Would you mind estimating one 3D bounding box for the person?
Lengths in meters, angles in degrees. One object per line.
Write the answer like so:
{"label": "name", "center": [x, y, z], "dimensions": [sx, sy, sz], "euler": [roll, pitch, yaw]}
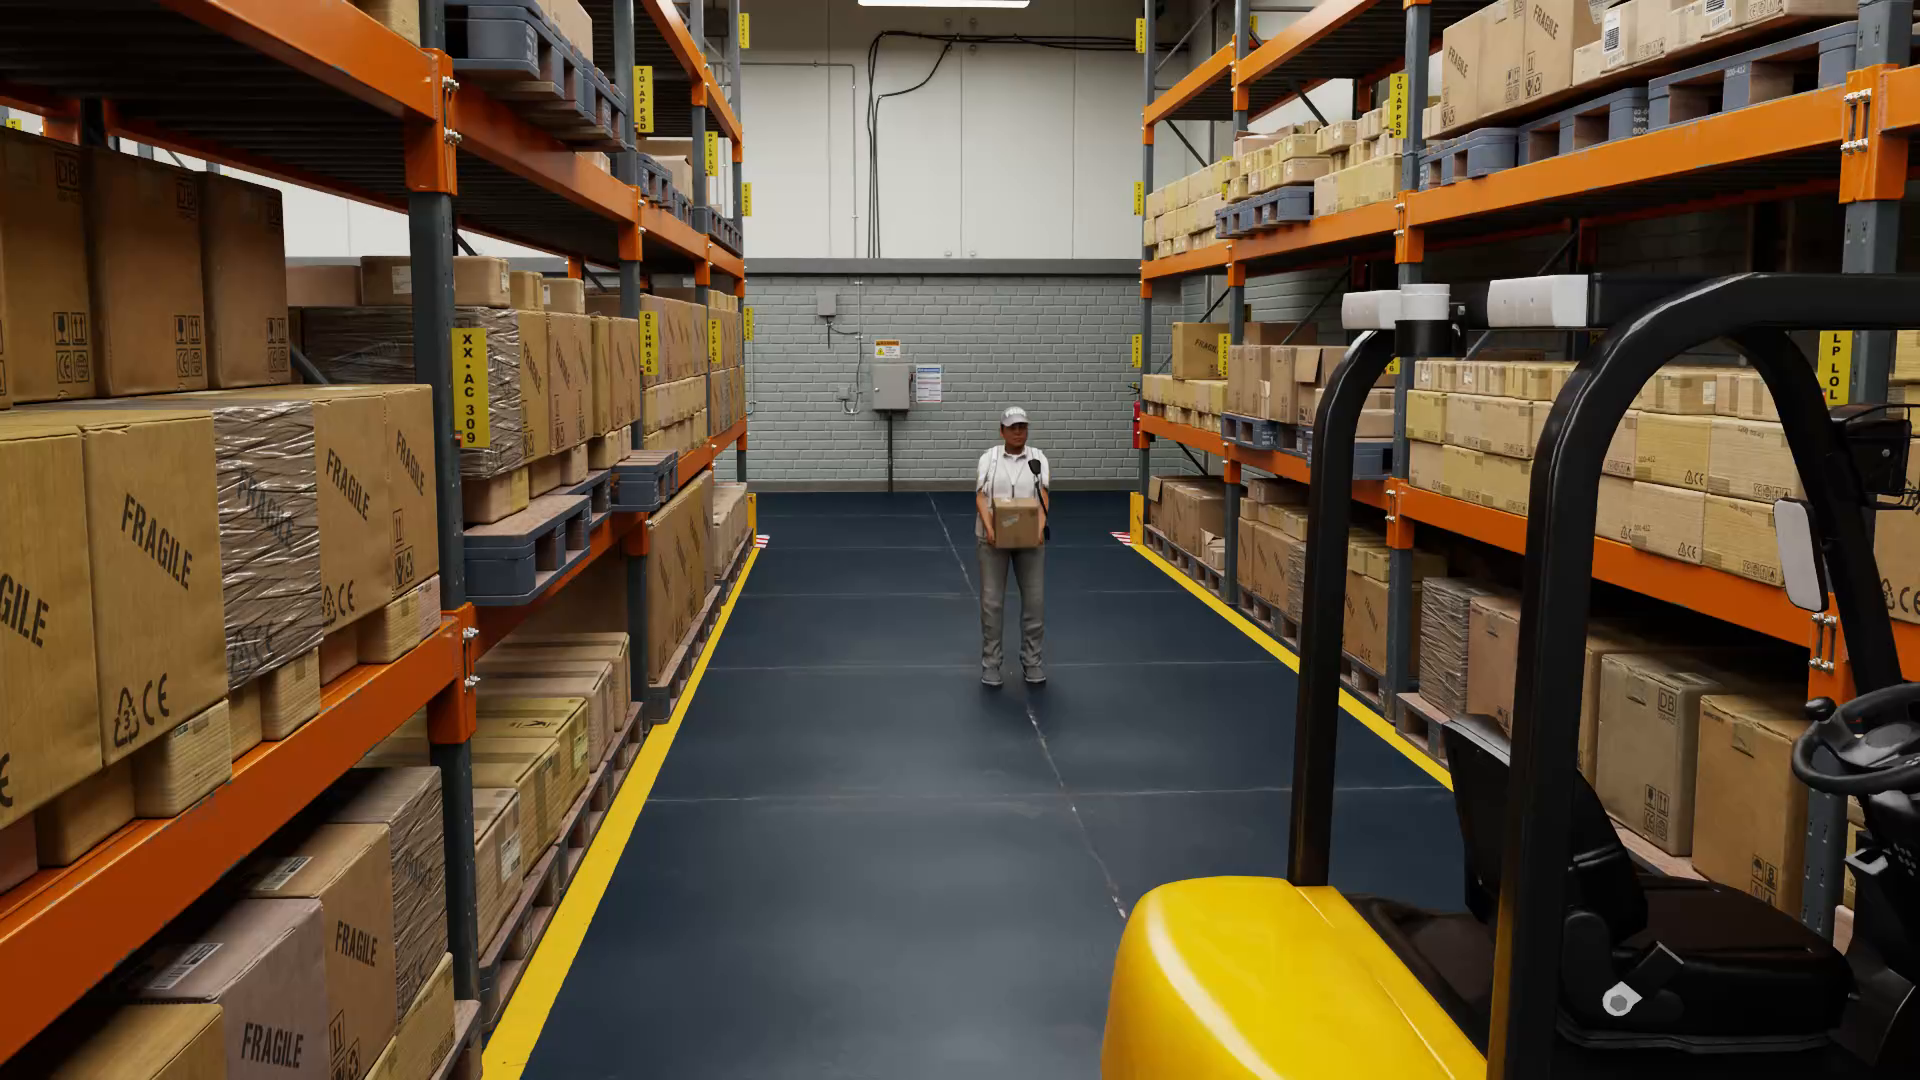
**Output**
{"label": "person", "center": [0.323, 0.036, 9.991], "dimensions": [0.454, 1.659, 0.520], "euler": [0, 7, -3]}
